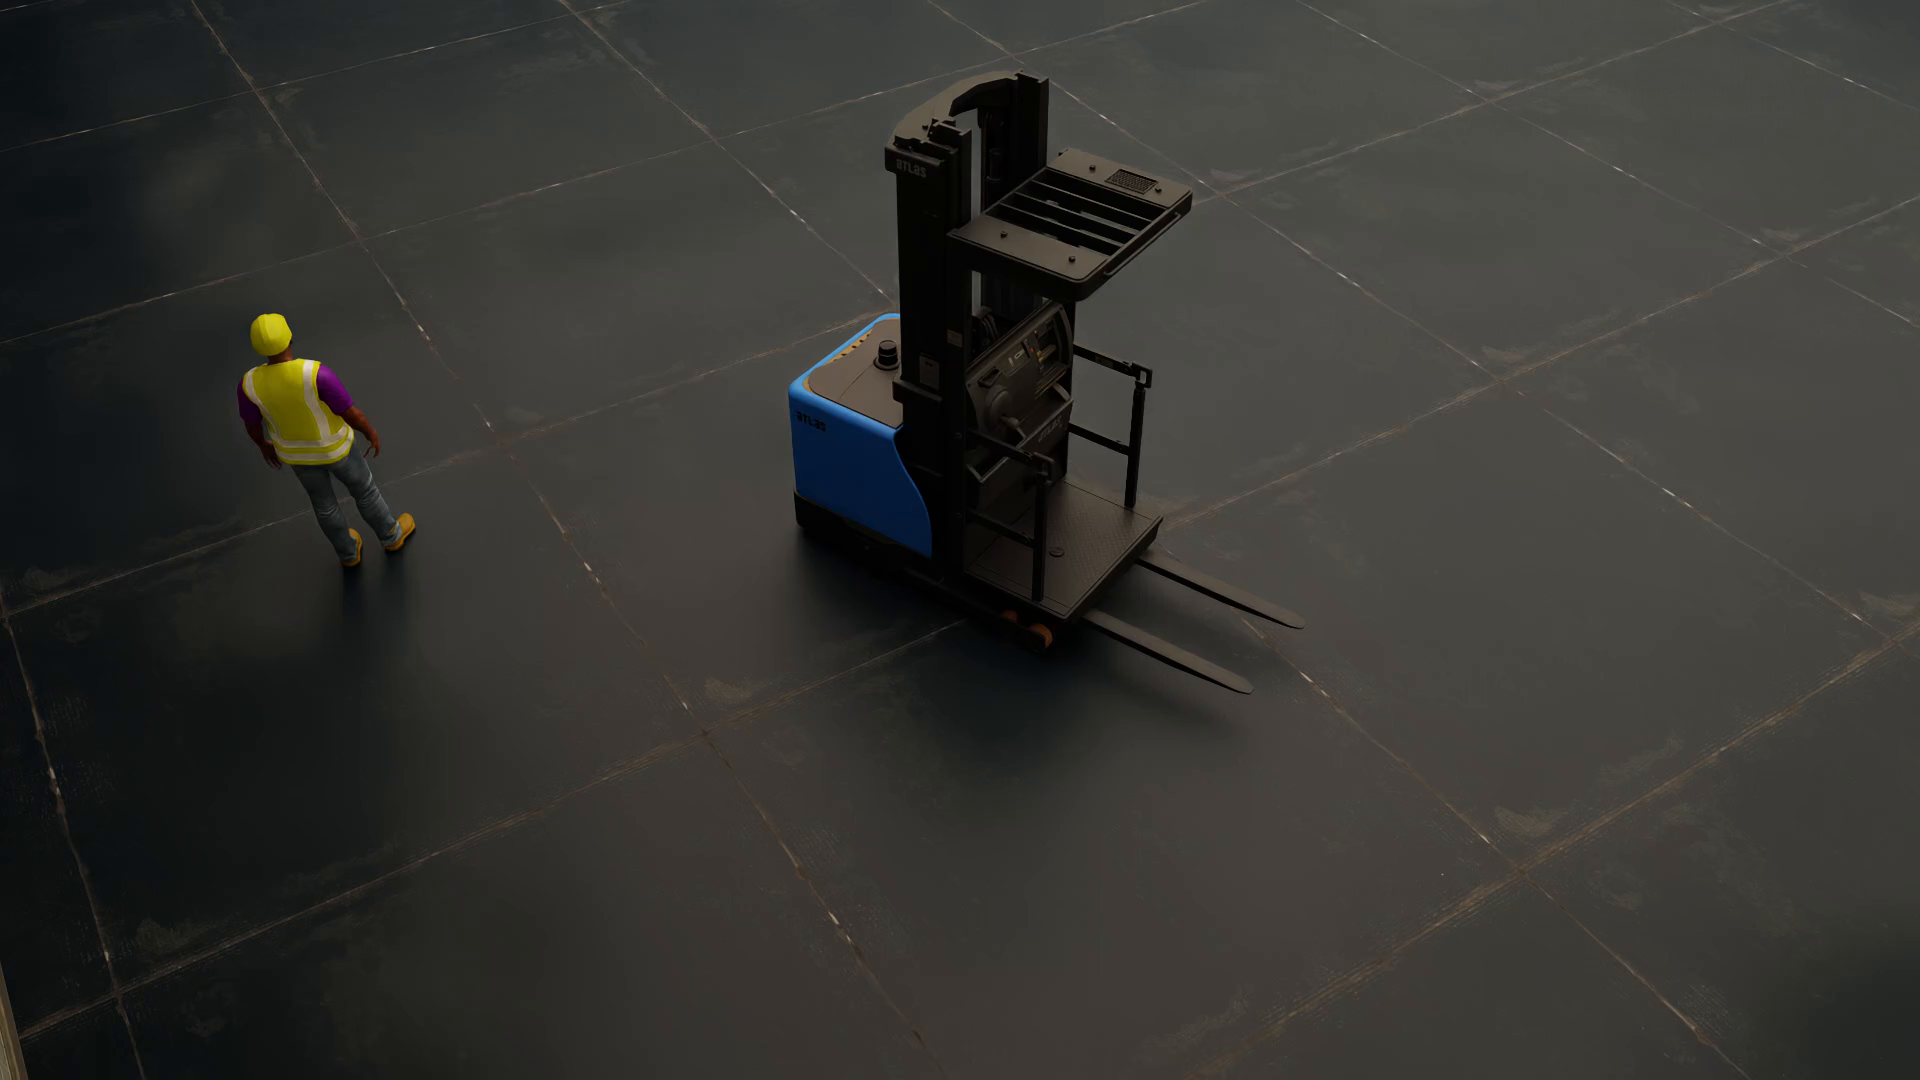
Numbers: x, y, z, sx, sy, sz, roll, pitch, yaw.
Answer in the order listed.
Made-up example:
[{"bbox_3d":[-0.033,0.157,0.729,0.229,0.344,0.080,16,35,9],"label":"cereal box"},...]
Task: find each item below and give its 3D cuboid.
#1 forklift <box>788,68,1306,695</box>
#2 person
[{"bbox_3d":[0.496,-0.872,8.869,3.031,2.935,1.130,25,47,26],"label":"forklift"},{"bbox_3d":[-3.627,-0.585,9.420,0.666,1.759,0.578,-3,41,-4],"label":"person"}]
